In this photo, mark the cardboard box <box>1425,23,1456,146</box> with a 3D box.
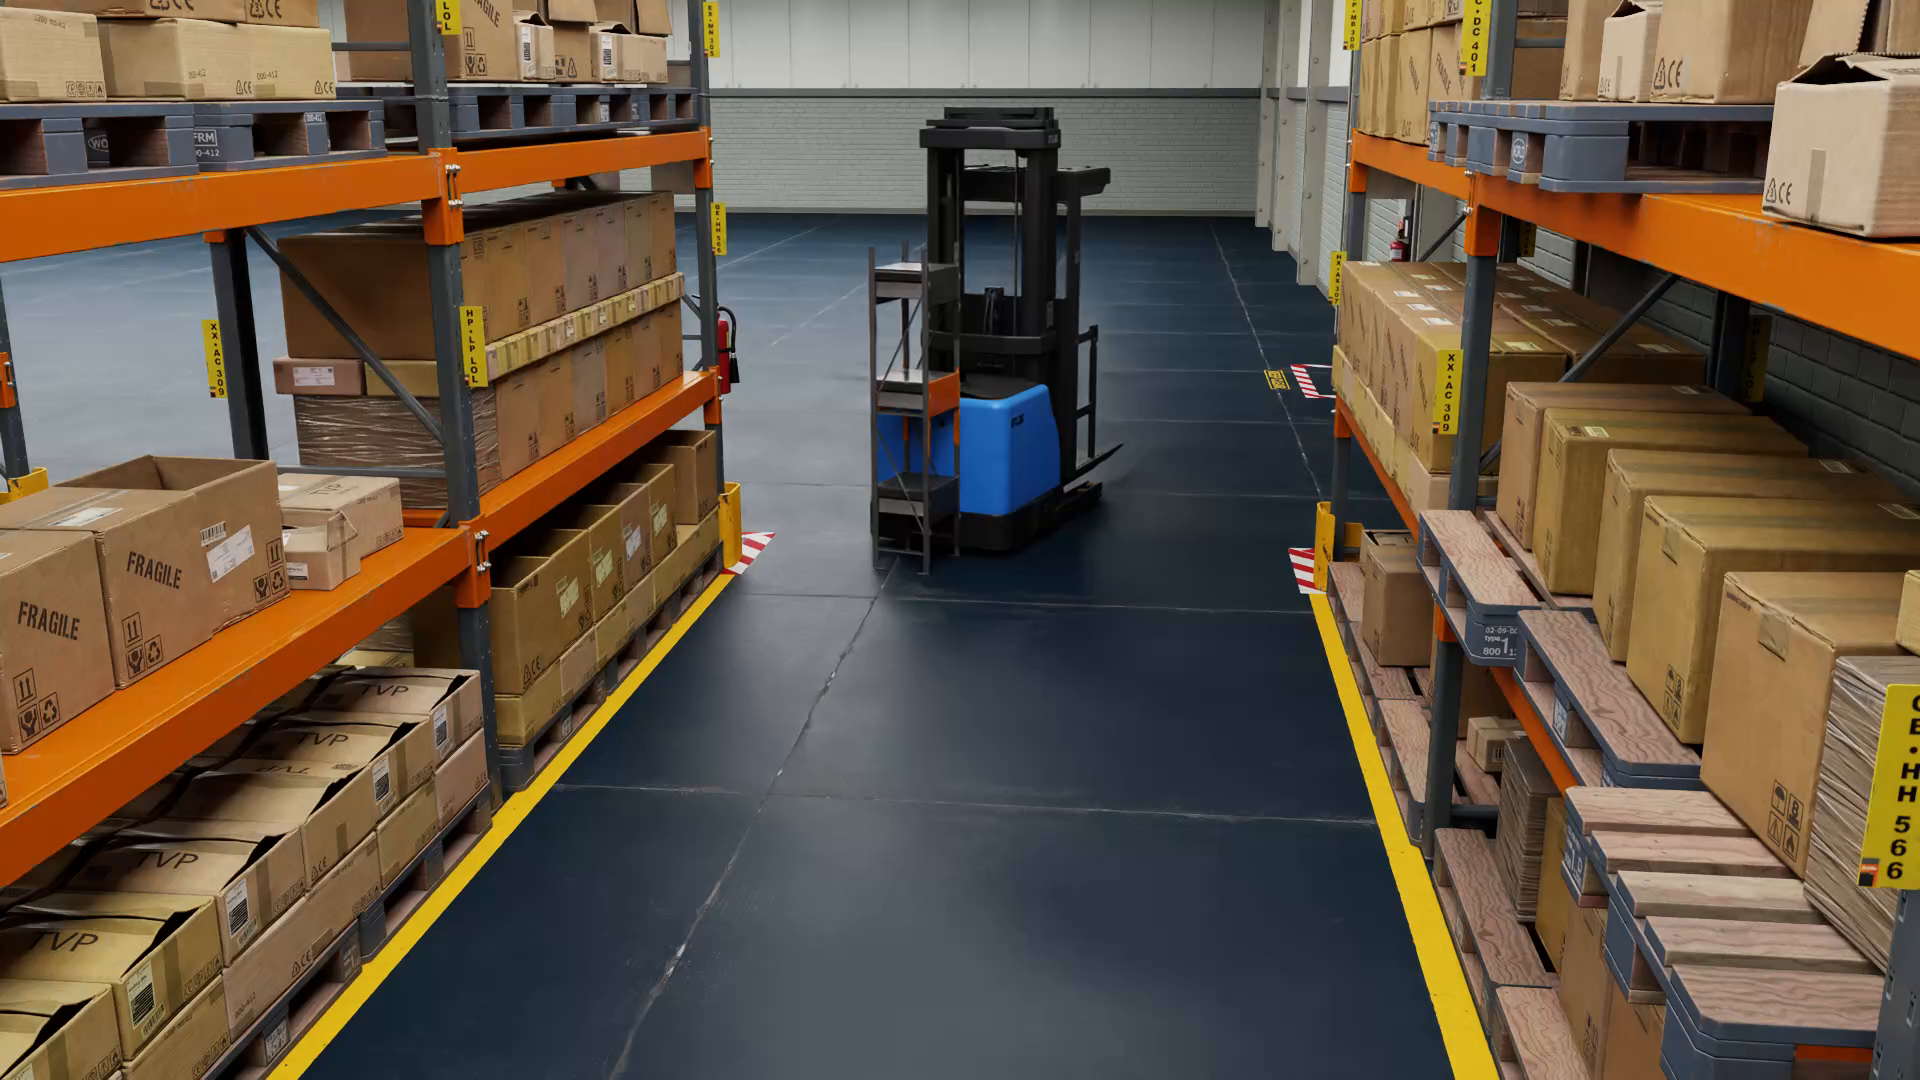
[{"bbox_3d":[2.286,-1.908,6.994,0.500,0.500,0.500,0,15,2],"label":"cardboard box"}]

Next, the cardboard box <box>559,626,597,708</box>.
[{"bbox_3d":[-2.103,0.606,8.137,0.500,0.250,0.500,2,15,6],"label":"cardboard box"}]

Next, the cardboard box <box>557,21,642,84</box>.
[{"bbox_3d":[-1.997,-2.540,8.659,0.500,0.311,0.500,4,16,13],"label":"cardboard box"}]

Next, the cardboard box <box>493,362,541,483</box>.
[{"bbox_3d":[-2.421,-0.578,7.862,0.700,0.500,0.500,2,15,6],"label":"cardboard box"}]

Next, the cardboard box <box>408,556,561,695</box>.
[{"bbox_3d":[-2.155,0.374,7.559,0.500,0.500,0.500,2,15,6],"label":"cardboard box"}]

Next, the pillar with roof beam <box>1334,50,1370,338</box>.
[{"bbox_3d":[0.713,-7.098,20.673,9.100,9.000,0.400,2,15,6],"label":"pillar with roof beam"}]

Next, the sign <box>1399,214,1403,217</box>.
[{"bbox_3d":[4.786,-3.572,18.040,0.001,0.109,0.331,2,15,6],"label":"sign"}]

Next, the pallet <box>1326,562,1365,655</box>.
[{"bbox_3d":[2.720,0.405,9.759,1.003,0.211,1.213,2,15,6],"label":"pallet"}]

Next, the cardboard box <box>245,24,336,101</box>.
[{"bbox_3d":[-2.597,-1.696,5.925,0.500,0.250,0.500,3,15,12],"label":"cardboard box"}]

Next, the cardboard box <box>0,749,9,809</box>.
[{"bbox_3d":[-2.676,0.577,3.954,0.500,0.311,0.500,2,15,6],"label":"cardboard box"}]

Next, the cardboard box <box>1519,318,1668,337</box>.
[{"bbox_3d":[2.727,-0.682,7.249,0.500,0.500,0.500,2,15,6],"label":"cardboard box"}]

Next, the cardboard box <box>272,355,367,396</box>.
[{"bbox_3d":[-2.700,-0.716,7.129,0.380,0.149,0.250,2,15,6],"label":"cardboard box"}]

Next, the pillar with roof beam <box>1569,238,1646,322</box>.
[{"bbox_3d":[-0.641,-3.986,9.163,9.100,9.000,0.400,2,15,6],"label":"pillar with roof beam"}]

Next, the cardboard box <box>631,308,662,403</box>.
[{"bbox_3d":[-2.187,-1.106,9.815,0.700,0.500,0.500,2,15,8],"label":"cardboard box"}]

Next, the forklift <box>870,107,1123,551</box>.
[{"bbox_3d":[0.436,-1.683,12.271,1.130,2.935,3.031,7,16,23],"label":"forklift"}]

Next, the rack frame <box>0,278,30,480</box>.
[{"bbox_3d":[-6.988,-1.462,11.322,1.000,3.000,0.127,2,15,6],"label":"rack frame"}]

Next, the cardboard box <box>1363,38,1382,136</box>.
[{"bbox_3d":[2.474,-2.458,9.031,0.500,0.500,0.500,3,15,10],"label":"cardboard box"}]

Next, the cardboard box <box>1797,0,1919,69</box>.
[{"bbox_3d":[2.191,-0.936,3.395,0.797,0.503,0.637,4,16,14],"label":"cardboard box"}]

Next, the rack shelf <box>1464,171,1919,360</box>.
[{"bbox_3d":[2.179,-0.715,4.190,1.077,0.370,4.000,2,15,6],"label":"rack shelf"}]

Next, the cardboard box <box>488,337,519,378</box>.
[{"bbox_3d":[-2.240,-0.835,7.570,0.380,0.149,0.250,1,15,5],"label":"cardboard box"}]

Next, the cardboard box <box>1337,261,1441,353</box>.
[{"bbox_3d":[2.503,-1.354,9.737,0.500,0.500,0.500,2,15,6],"label":"cardboard box"}]

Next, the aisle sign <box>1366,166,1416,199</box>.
[{"bbox_3d":[2.566,-2.453,10.005,0.394,0.787,0.004,2,15,6],"label":"aisle sign"}]

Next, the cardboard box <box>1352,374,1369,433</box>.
[{"bbox_3d":[2.377,-0.723,8.839,0.500,0.250,0.500,1,15,5],"label":"cardboard box"}]

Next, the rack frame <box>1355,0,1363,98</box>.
[{"bbox_3d":[2.856,-4.066,9.460,1.000,3.000,0.127,2,15,6],"label":"rack frame"}]

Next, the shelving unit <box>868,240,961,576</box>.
[{"bbox_3d":[-0.287,-0.859,10.816,0.431,2.100,0.503,7,16,23],"label":"shelving unit"}]

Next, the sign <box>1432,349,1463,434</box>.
[{"bbox_3d":[1.864,-0.565,6.345,0.100,0.325,0.005,2,15,6],"label":"sign"}]

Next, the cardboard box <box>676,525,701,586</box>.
[{"bbox_3d":[-1.878,0.087,10.055,0.500,0.250,0.500,2,15,6],"label":"cardboard box"}]

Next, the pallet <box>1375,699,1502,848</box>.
[{"bbox_3d":[2.445,1.038,7.418,1.003,0.211,1.213,2,15,6],"label":"pallet"}]

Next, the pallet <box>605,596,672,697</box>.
[{"bbox_3d":[-2.252,0.546,9.238,1.003,0.211,1.213,2,15,6],"label":"pallet"}]

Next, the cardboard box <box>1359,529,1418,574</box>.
[{"bbox_3d":[2.688,0.092,9.883,0.500,0.311,0.500,0,15,0],"label":"cardboard box"}]

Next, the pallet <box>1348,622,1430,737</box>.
[{"bbox_3d":[2.580,0.721,8.592,1.003,0.211,1.213,2,15,6],"label":"pallet"}]

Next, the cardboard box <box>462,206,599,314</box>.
[{"bbox_3d":[-2.304,-1.458,8.630,0.700,0.500,0.500,2,15,6],"label":"cardboard box"}]

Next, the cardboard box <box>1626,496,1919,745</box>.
[{"bbox_3d":[2.115,0.198,4.148,0.700,0.500,0.500,2,15,6],"label":"cardboard box"}]

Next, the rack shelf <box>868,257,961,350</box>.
[{"bbox_3d":[-0.287,-1.521,10.636,0.431,0.518,0.480,7,16,23],"label":"rack shelf"}]

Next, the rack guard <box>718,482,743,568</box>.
[{"bbox_3d":[-2.064,-0.115,11.128,1.175,0.500,0.348,2,15,6],"label":"rack guard"}]

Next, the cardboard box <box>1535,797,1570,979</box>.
[{"bbox_3d":[2.329,1.189,5.466,0.700,0.500,0.500,1,15,5],"label":"cardboard box"}]

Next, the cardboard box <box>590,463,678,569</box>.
[{"bbox_3d":[-1.930,-0.145,9.477,0.500,0.500,0.500,2,15,6],"label":"cardboard box"}]

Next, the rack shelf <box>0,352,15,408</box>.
[{"bbox_3d":[-7.214,-0.596,9.498,1.077,0.370,4.000,2,15,6],"label":"rack shelf"}]

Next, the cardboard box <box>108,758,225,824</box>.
[{"bbox_3d":[-2.931,0.940,5.828,0.500,0.311,0.500,1,15,4],"label":"cardboard box"}]

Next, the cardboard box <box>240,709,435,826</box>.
[{"bbox_3d":[-2.331,0.825,6.254,0.500,0.311,0.500,2,15,8],"label":"cardboard box"}]

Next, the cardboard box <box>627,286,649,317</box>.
[{"bbox_3d":[-2.008,-1.372,9.556,0.380,0.149,0.250,2,15,7],"label":"cardboard box"}]

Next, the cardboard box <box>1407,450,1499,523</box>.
[{"bbox_3d":[2.157,-0.202,6.910,0.500,0.250,0.500,2,15,6],"label":"cardboard box"}]

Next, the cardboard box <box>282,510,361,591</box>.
[{"bbox_3d":[-2.435,0.021,6.096,0.396,0.266,0.258,1,15,5],"label":"cardboard box"}]

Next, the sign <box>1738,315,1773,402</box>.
[{"bbox_3d":[2.956,-0.676,6.198,0.100,0.325,0.005,2,15,6],"label":"sign"}]

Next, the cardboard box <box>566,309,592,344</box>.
[{"bbox_3d":[-2.124,-1.105,8.567,0.380,0.149,0.250,2,15,6],"label":"cardboard box"}]

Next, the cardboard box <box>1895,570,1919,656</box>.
[{"bbox_3d":[1.984,0.157,3.059,0.380,0.149,0.250,-1,15,-3],"label":"cardboard box"}]

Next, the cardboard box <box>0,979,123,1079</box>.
[{"bbox_3d":[-2.568,1.350,4.311,0.500,0.311,0.500,1,15,5],"label":"cardboard box"}]

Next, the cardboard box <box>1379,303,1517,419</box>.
[{"bbox_3d":[2.269,-0.824,7.774,0.500,0.500,0.500,1,15,5],"label":"cardboard box"}]

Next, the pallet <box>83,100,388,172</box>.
[{"bbox_3d":[-2.605,-1.404,5.728,0.805,0.209,1.217,1,15,4],"label":"pallet"}]

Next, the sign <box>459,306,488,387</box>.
[{"bbox_3d":[-1.978,-0.785,6.752,0.100,0.325,0.005,2,15,6],"label":"sign"}]

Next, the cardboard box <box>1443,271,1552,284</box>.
[{"bbox_3d":[2.947,-1.211,9.205,0.500,0.500,0.500,2,15,7],"label":"cardboard box"}]

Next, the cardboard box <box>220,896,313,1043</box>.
[{"bbox_3d":[-2.452,1.359,5.353,0.500,0.250,0.500,2,15,7],"label":"cardboard box"}]

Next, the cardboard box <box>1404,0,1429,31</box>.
[{"bbox_3d":[2.291,-2.537,7.407,0.500,0.500,0.500,1,15,4],"label":"cardboard box"}]
